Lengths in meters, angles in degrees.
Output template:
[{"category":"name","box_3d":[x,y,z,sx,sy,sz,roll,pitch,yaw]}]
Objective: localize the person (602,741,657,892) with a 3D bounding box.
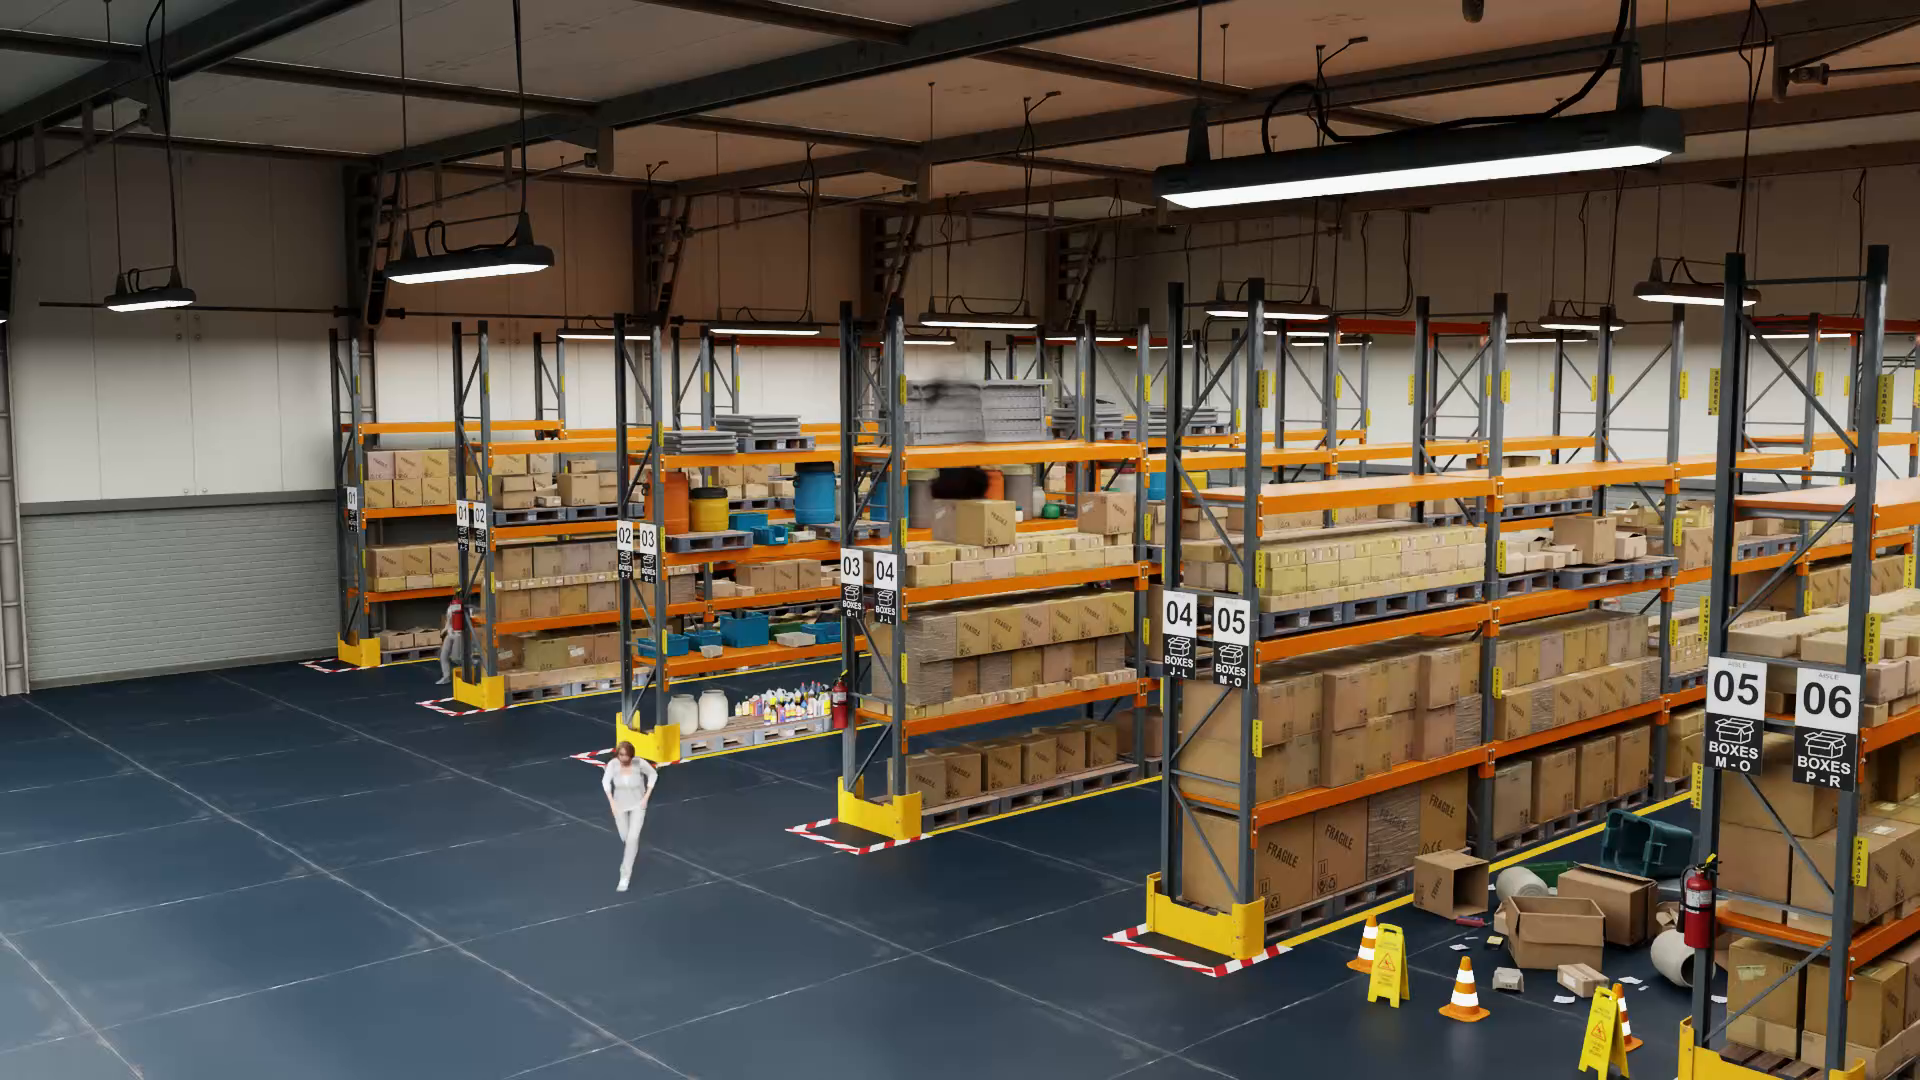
[{"category":"person","box_3d":[-3.369,2.747,17.020,0.550,1.549,0.872,-1,6,-8]}]

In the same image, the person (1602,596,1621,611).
[{"category":"person","box_3d":[11.666,1.326,29.946,0.646,1.781,0.850,-2,6,-23]}]

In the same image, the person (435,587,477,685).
[{"category":"person","box_3d":[-8.401,1.596,27.892,0.660,1.653,0.751,4,7,35]}]
